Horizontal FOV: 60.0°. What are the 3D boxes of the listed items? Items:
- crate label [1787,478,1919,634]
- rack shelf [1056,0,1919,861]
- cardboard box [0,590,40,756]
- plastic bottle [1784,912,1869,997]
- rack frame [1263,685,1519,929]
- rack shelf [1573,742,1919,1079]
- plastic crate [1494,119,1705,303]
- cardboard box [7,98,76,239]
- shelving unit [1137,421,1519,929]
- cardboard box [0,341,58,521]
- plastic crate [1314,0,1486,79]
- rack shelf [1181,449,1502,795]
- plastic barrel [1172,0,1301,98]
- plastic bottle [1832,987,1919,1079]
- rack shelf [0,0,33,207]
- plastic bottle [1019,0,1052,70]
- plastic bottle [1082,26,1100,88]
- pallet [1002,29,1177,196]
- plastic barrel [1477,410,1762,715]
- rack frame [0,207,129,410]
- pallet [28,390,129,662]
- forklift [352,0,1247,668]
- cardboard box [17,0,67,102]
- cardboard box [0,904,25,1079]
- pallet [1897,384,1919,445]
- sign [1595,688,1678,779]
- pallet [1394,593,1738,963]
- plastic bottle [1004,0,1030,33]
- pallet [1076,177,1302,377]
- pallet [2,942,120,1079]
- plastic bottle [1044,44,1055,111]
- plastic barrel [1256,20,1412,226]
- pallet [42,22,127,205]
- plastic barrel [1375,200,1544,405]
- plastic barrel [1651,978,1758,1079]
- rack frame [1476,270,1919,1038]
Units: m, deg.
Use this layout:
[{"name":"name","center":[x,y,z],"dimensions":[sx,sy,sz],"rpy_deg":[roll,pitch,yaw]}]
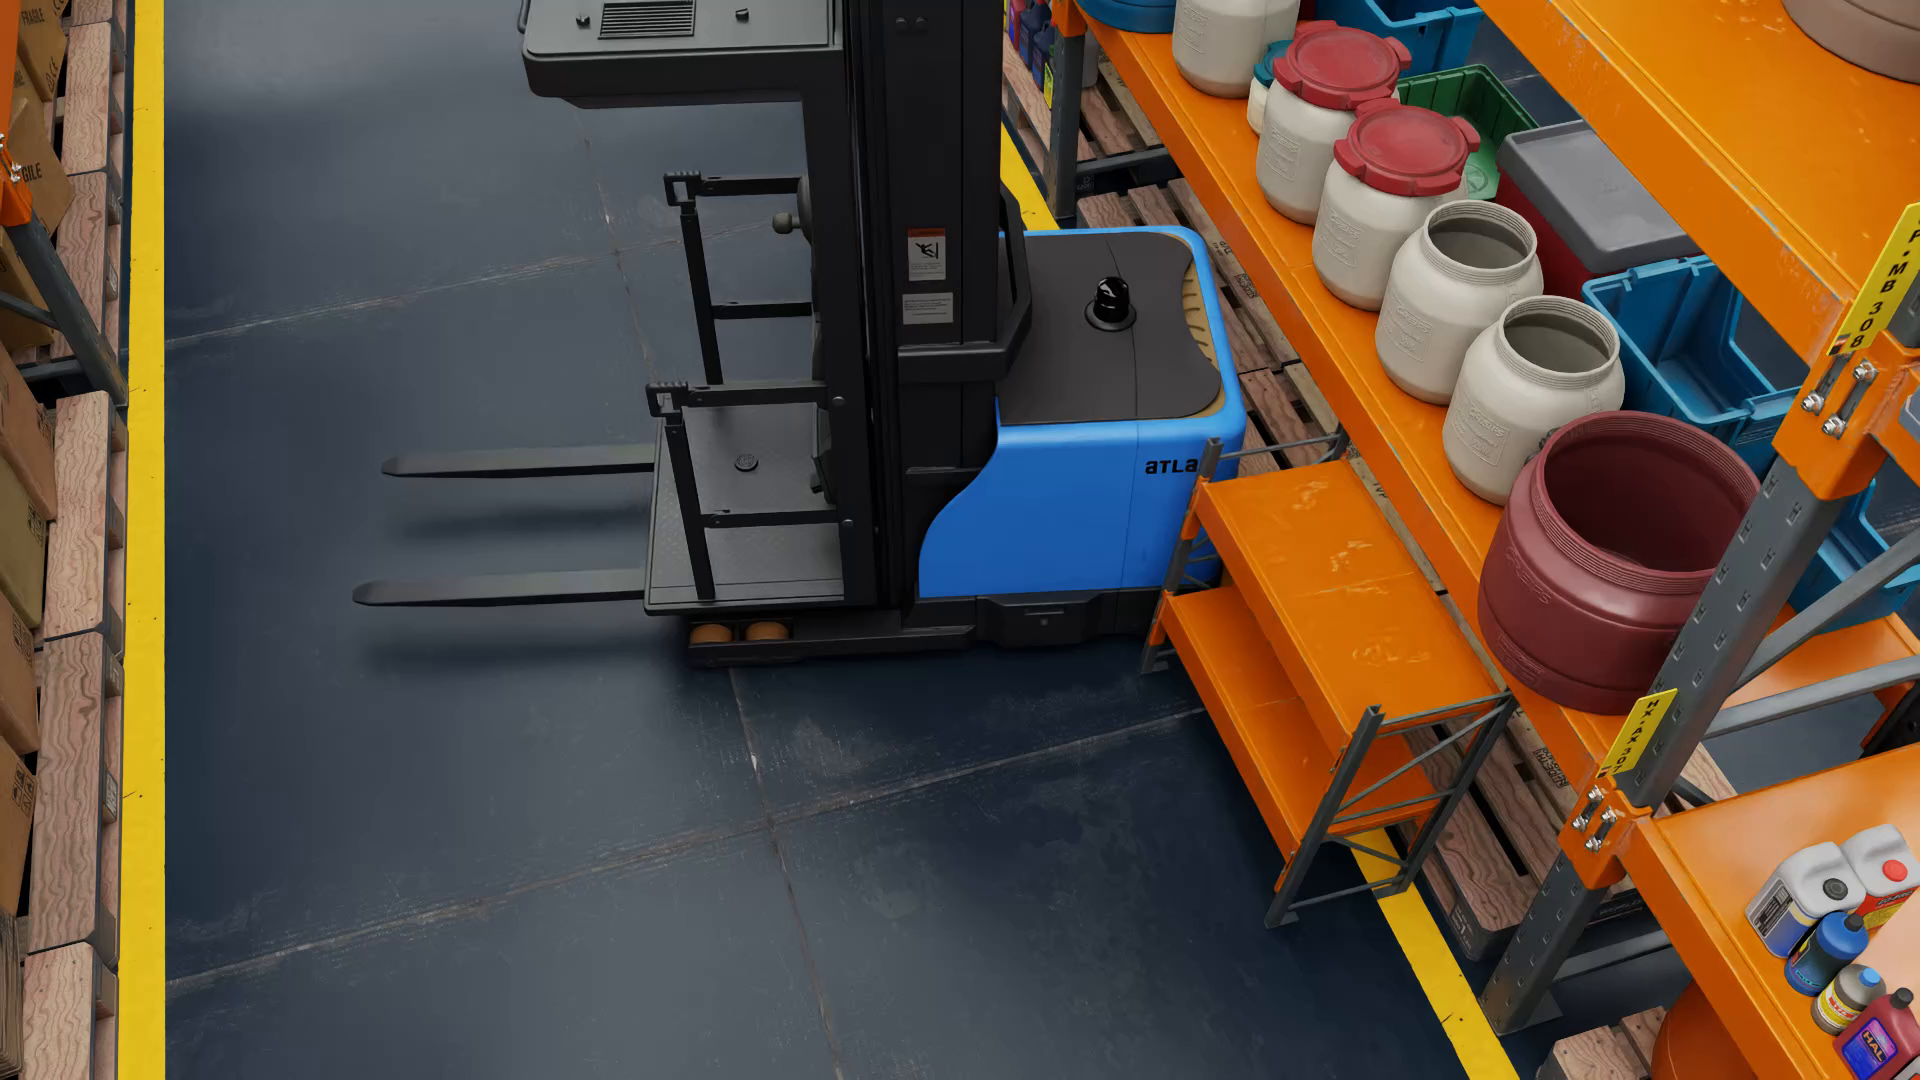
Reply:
[{"name":"crate label","center":[2.303,0.031,4.372],"dimensions":[0.303,0.233,0.416],"rpy_deg":[-13,51,-11]},{"name":"rack shelf","center":[1.478,-0.860,5.483],"dimensions":[1.077,0.370,4.000],"rpy_deg":[-13,51,-11]},{"name":"cardboard box","center":[-3.395,0.446,5.259],"dimensions":[0.700,0.500,0.500],"rpy_deg":[-17,52,-14]},{"name":"plastic bottle","center":[1.896,0.891,3.621],"dimensions":[0.097,0.271,0.097],"rpy_deg":[0,50,0]},{"name":"rack frame","center":[1.243,0.778,4.822],"dimensions":[0.500,1.125,0.032],"rpy_deg":[-10,51,-17]},{"name":"rack shelf","center":[2.661,2.062,3.020],"dimensions":[1.077,0.370,4.000],"rpy_deg":[-13,51,-11]},{"name":"plastic crate","center":[1.884,-0.901,5.006],"dimensions":[0.402,0.464,0.583],"rpy_deg":[-13,51,-11]},{"name":"cardboard box","center":[-4.102,-1.480,6.896],"dimensions":[0.500,0.500,0.500],"rpy_deg":[1,50,1]},{"name":"shelving unit","center":[1.080,0.409,5.131],"dimensions":[0.538,1.125,1.048],"rpy_deg":[-10,51,-17]},{"name":"cardboard box","center":[-3.684,-0.315,5.901],"dimensions":[0.700,0.500,0.500],"rpy_deg":[-17,52,-14]},{"name":"plastic crate","center":[1.510,-1.812,5.826],"dimensions":[0.392,0.384,0.575],"rpy_deg":[-13,51,-11]},{"name":"rack shelf","center":[1.111,0.214,4.915],"dimensions":[0.538,0.278,1.000],"rpy_deg":[-10,51,-17]},{"name":"plastic barrel","center":[0.960,-1.848,5.757],"dimensions":[0.433,0.535,0.433],"rpy_deg":[0,50,0]},{"name":"plastic bottle","center":[1.942,1.046,3.482],"dimensions":[0.061,0.283,0.133],"rpy_deg":[-13,51,-11]},{"name":"rack shelf","center":[-4.437,-2.661,7.002],"dimensions":[1.077,0.370,4.000],"rpy_deg":[-13,51,-11]},{"name":"plastic bottle","center":[0.364,-2.386,7.744],"dimensions":[0.144,0.351,0.185],"rpy_deg":[-16,52,-13]},{"name":"plastic bottle","center":[0.558,-2.278,7.653],"dimensions":[0.144,0.351,0.185],"rpy_deg":[-13,51,-11]},{"name":"pallet","center":[0.727,-2.153,7.927],"dimensions":[1.003,0.211,1.213],"rpy_deg":[-13,51,-11]},{"name":"plastic barrel","center":[1.642,0.055,4.153],"dimensions":[0.600,0.536,0.708],"rpy_deg":[-13,51,-11]},{"name":"rack frame","center":[-3.845,-1.432,5.496],"dimensions":[1.000,3.000,0.127],"rpy_deg":[-13,51,-11]},{"name":"pallet","center":[-3.614,0.035,6.083],"dimensions":[1.003,0.211,1.213],"rpy_deg":[-13,51,-11]},{"name":"forklift","center":[-0.623,-0.915,5.105],"dimensions":[3.031,2.935,1.130],"rpy_deg":[-3,50,-2]},{"name":"cardboard box","center":[-4.483,-2.333,7.615],"dimensions":[0.500,0.500,0.500],"rpy_deg":[-9,50,-8]},{"name":"cardboard box","center":[-3.056,1.266,4.568],"dimensions":[0.700,0.500,0.500],"rpy_deg":[-17,52,-14]},{"name":"pallet","center":[2.202,0.044,2.413],"dimensions":[1.003,0.211,1.213],"rpy_deg":[-13,51,-11]},{"name":"sign","center":[1.546,0.446,3.805],"dimensions":[0.100,0.325,0.005],"rpy_deg":[-13,51,-11]},{"name":"pallet","center":[1.877,0.693,5.527],"dimensions":[1.003,0.211,1.213],"rpy_deg":[-13,51,-11]},{"name":"plastic bottle","center":[0.268,-2.621,7.943],"dimensions":[0.144,0.351,0.185],"rpy_deg":[-14,51,-11]},{"name":"pallet","center":[1.155,-1.089,7.030],"dimensions":[1.003,0.211,1.213],"rpy_deg":[-13,51,-11]},{"name":"pallet","center":[-2.892,1.817,4.580],"dimensions":[1.003,0.211,1.213],"rpy_deg":[-13,51,-11]},{"name":"plastic bottle","center":[0.429,-2.095,7.543],"dimensions":[0.061,0.283,0.133],"rpy_deg":[-11,51,-9]},{"name":"plastic barrel","center":[1.177,-1.312,5.305],"dimensions":[0.433,0.535,0.433],"rpy_deg":[0,50,0]},{"name":"pallet","center":[-4.442,-1.909,7.721],"dimensions":[1.003,0.211,1.213],"rpy_deg":[-13,51,-11]},{"name":"plastic barrel","center":[1.436,-0.677,4.786],"dimensions":[0.421,0.512,0.421],"rpy_deg":[0,50,0]},{"name":"plastic barrel","center":[2.230,1.287,4.348],"dimensions":[0.600,0.830,0.708],"rpy_deg":[-13,51,-11]},{"name":"rack frame","center":[2.069,0.369,3.977],"dimensions":[1.000,3.000,0.127],"rpy_deg":[-13,51,-11]}]
